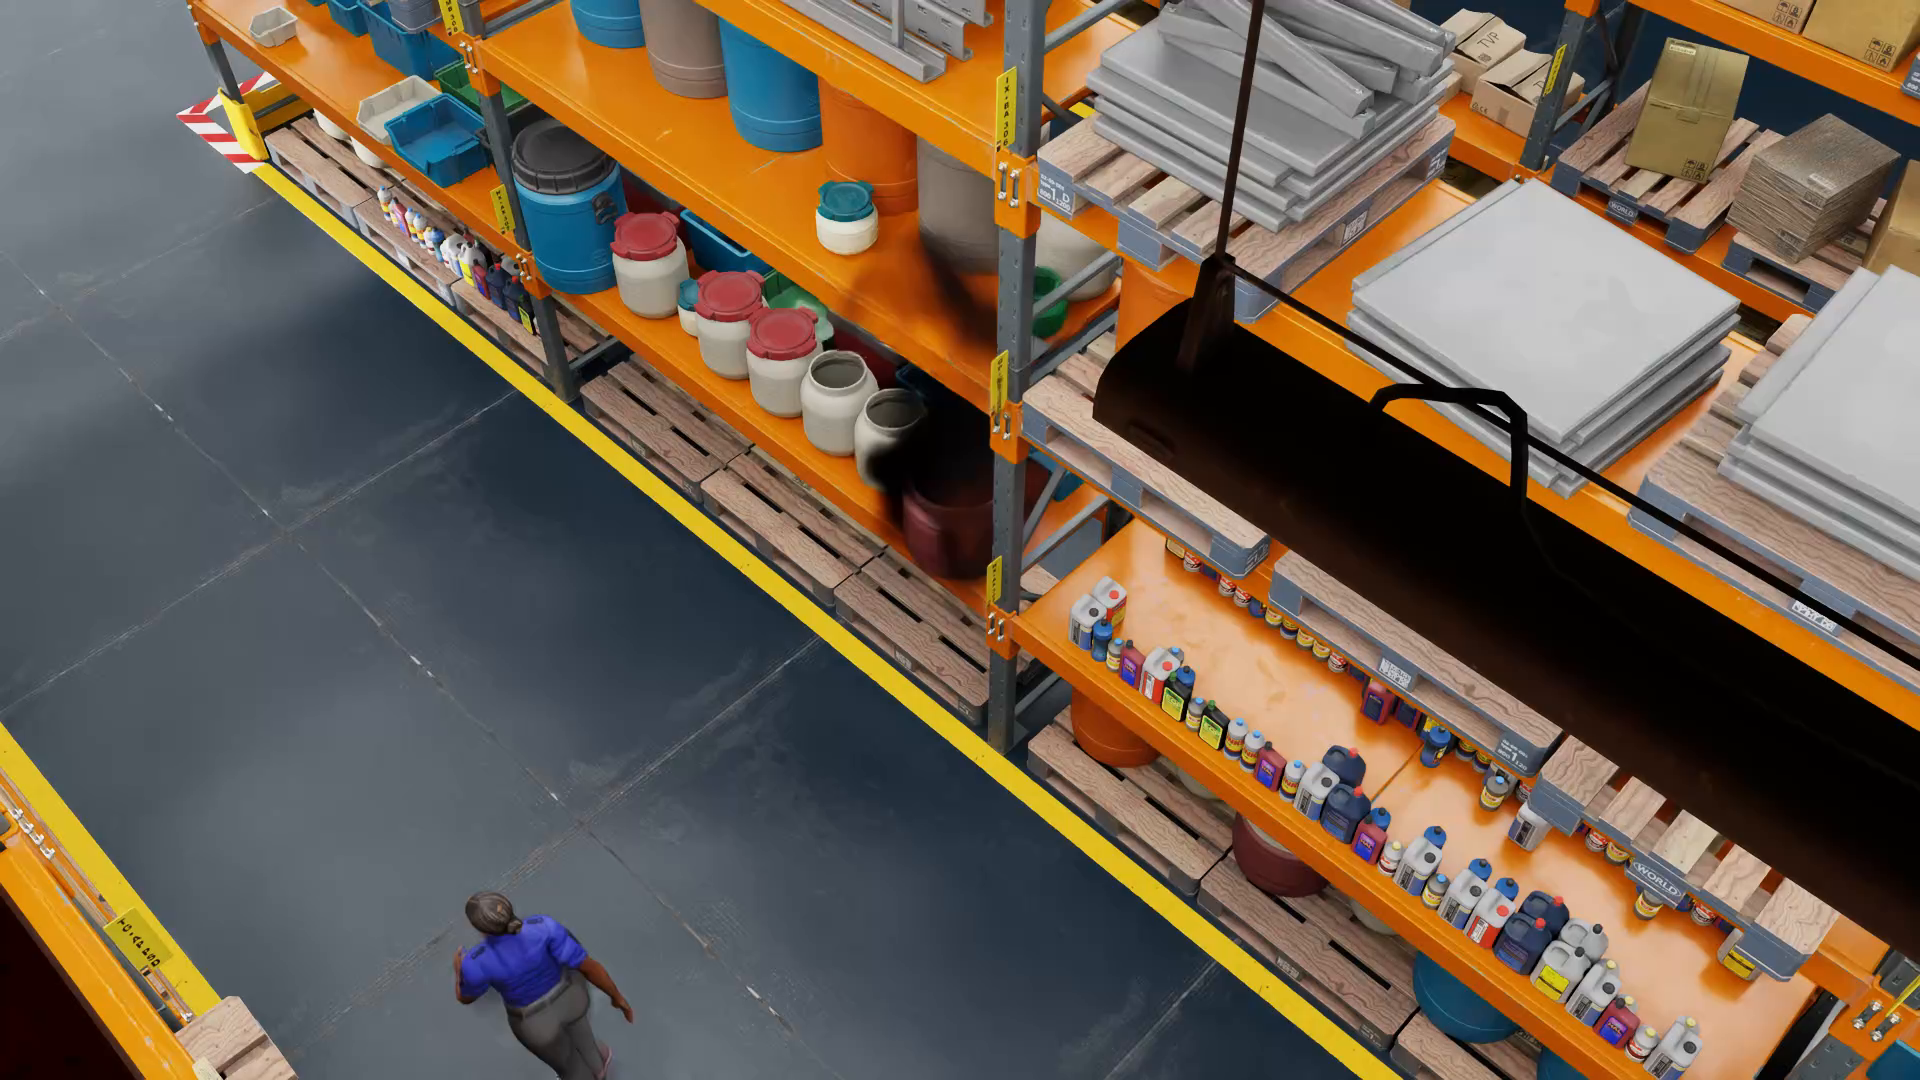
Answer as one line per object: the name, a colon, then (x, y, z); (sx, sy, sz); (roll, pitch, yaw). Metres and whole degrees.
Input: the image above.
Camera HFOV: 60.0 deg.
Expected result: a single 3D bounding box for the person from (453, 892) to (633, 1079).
person: (-1.855, 2.006, 7.288); (0.564, 1.649, 0.789); (-33, 58, -25)
